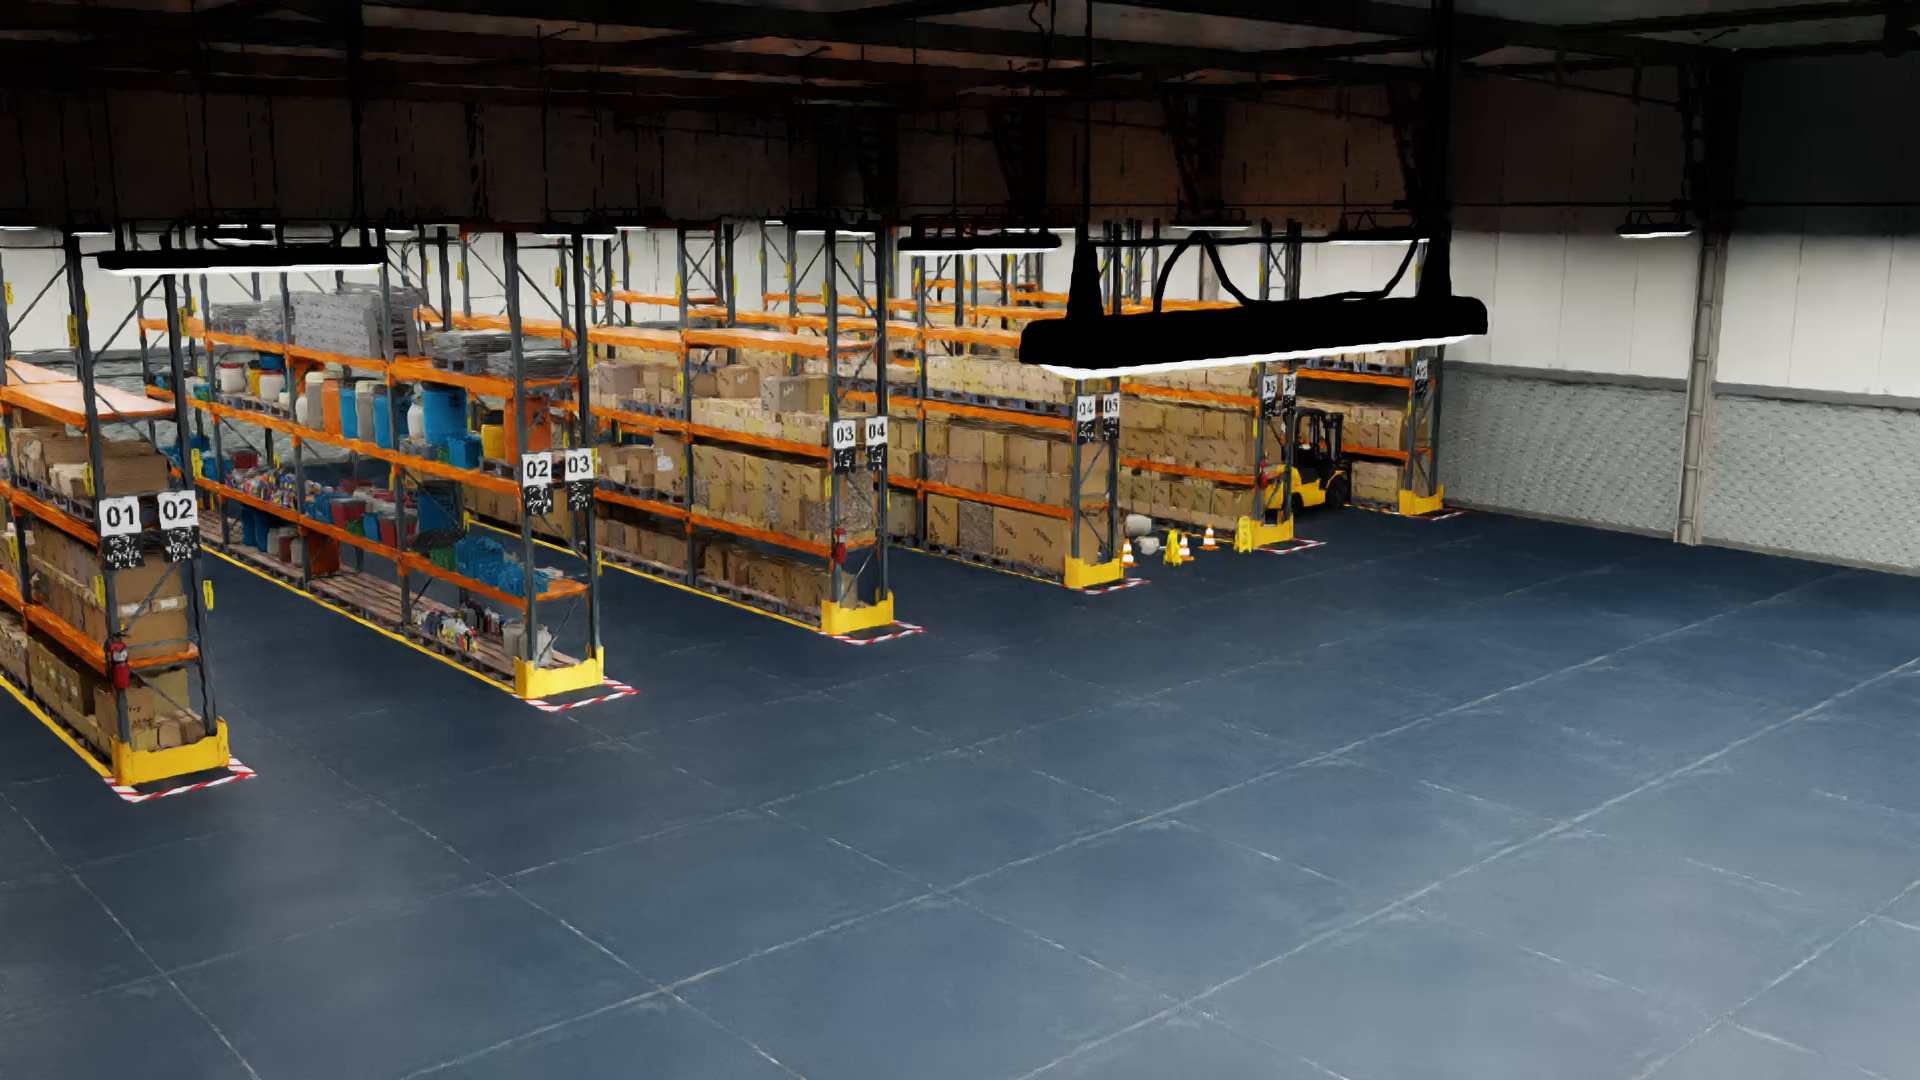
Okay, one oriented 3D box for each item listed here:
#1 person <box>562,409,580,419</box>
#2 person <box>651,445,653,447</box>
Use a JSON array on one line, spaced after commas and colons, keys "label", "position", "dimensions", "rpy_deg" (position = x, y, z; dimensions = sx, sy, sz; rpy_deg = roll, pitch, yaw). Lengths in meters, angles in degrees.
[{"label": "person", "position": [-9.503, -2.752, 41.028], "dimensions": [0.587, 1.777, 0.562], "rpy_deg": [-1, 11, -5]}, {"label": "person", "position": [-6.375, -1.549, 35.421], "dimensions": [0.495, 1.589, 1.086], "rpy_deg": [-9, 15, -38]}]
